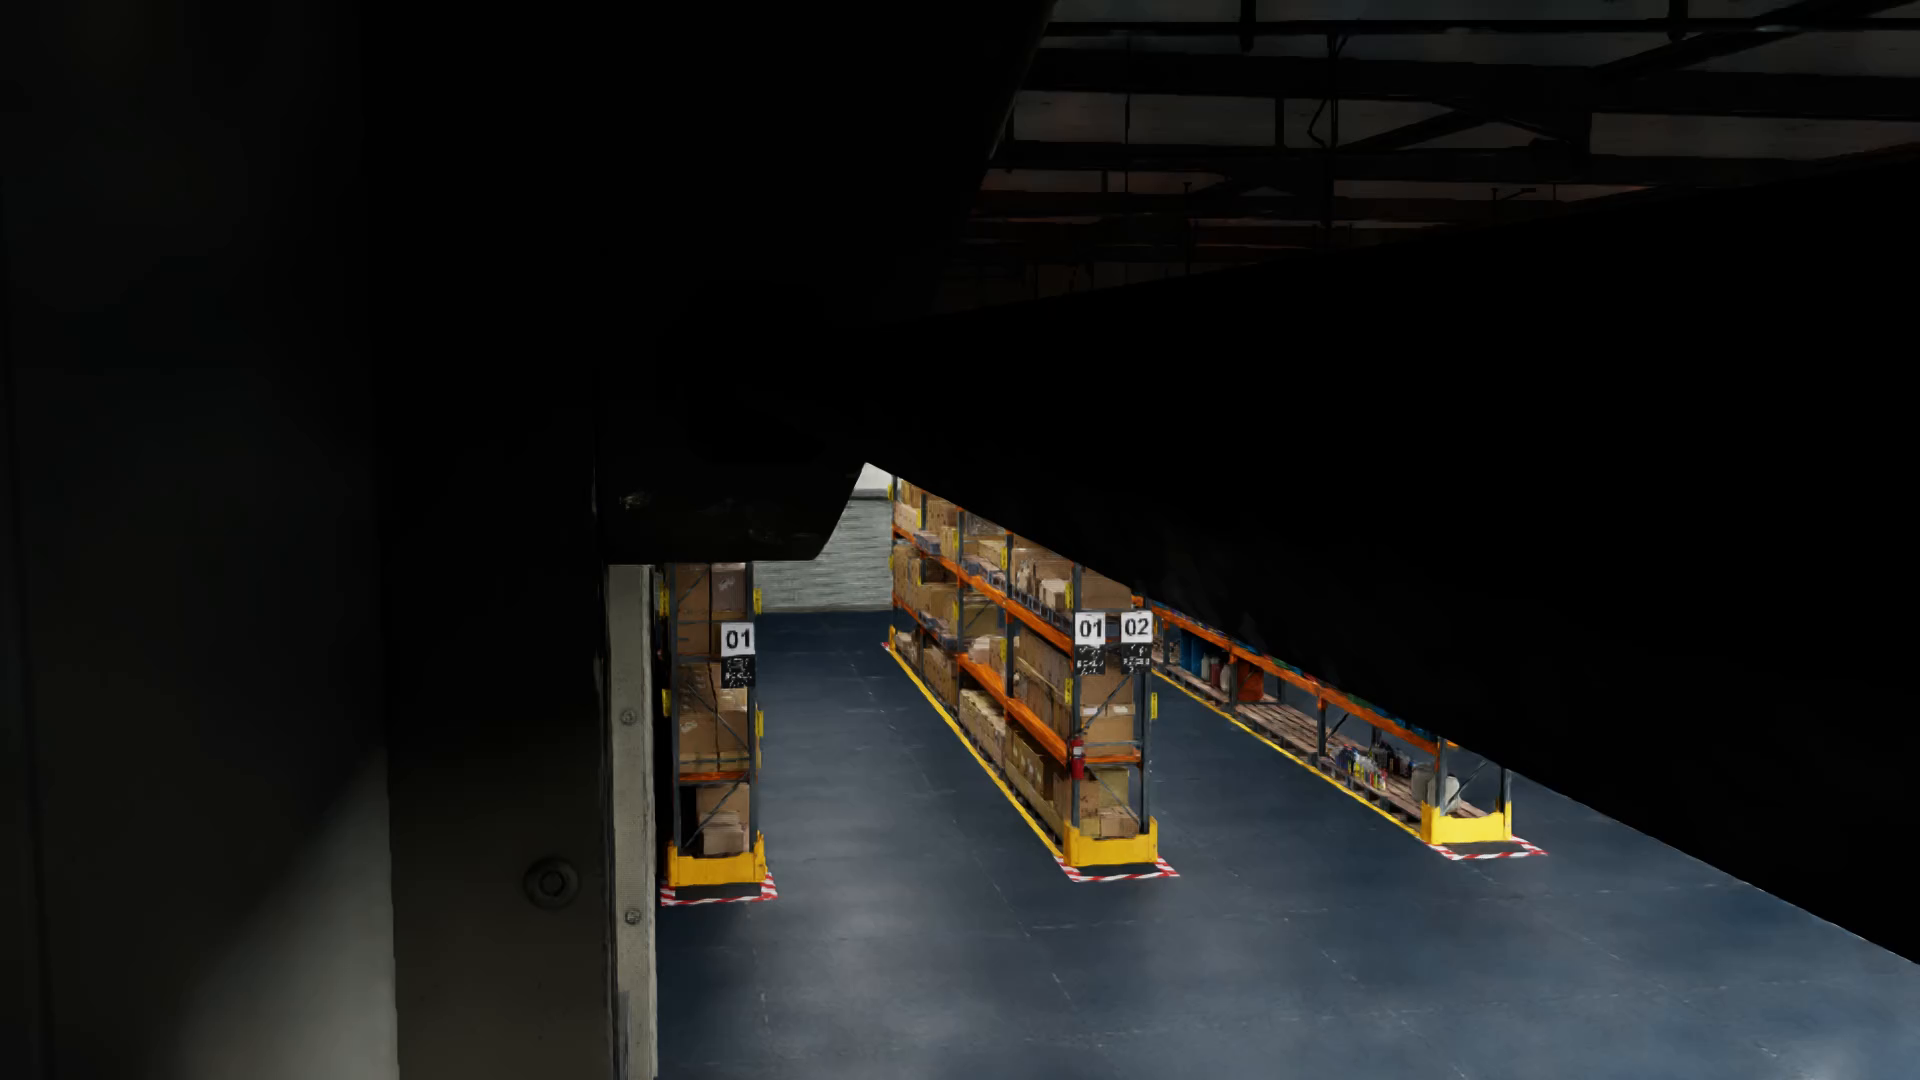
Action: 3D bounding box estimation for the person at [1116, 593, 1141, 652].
[{"bbox_3d":[3.696,1.616,36.209,0.538,1.609,0.954,1,6,11],"label":"person"}]
